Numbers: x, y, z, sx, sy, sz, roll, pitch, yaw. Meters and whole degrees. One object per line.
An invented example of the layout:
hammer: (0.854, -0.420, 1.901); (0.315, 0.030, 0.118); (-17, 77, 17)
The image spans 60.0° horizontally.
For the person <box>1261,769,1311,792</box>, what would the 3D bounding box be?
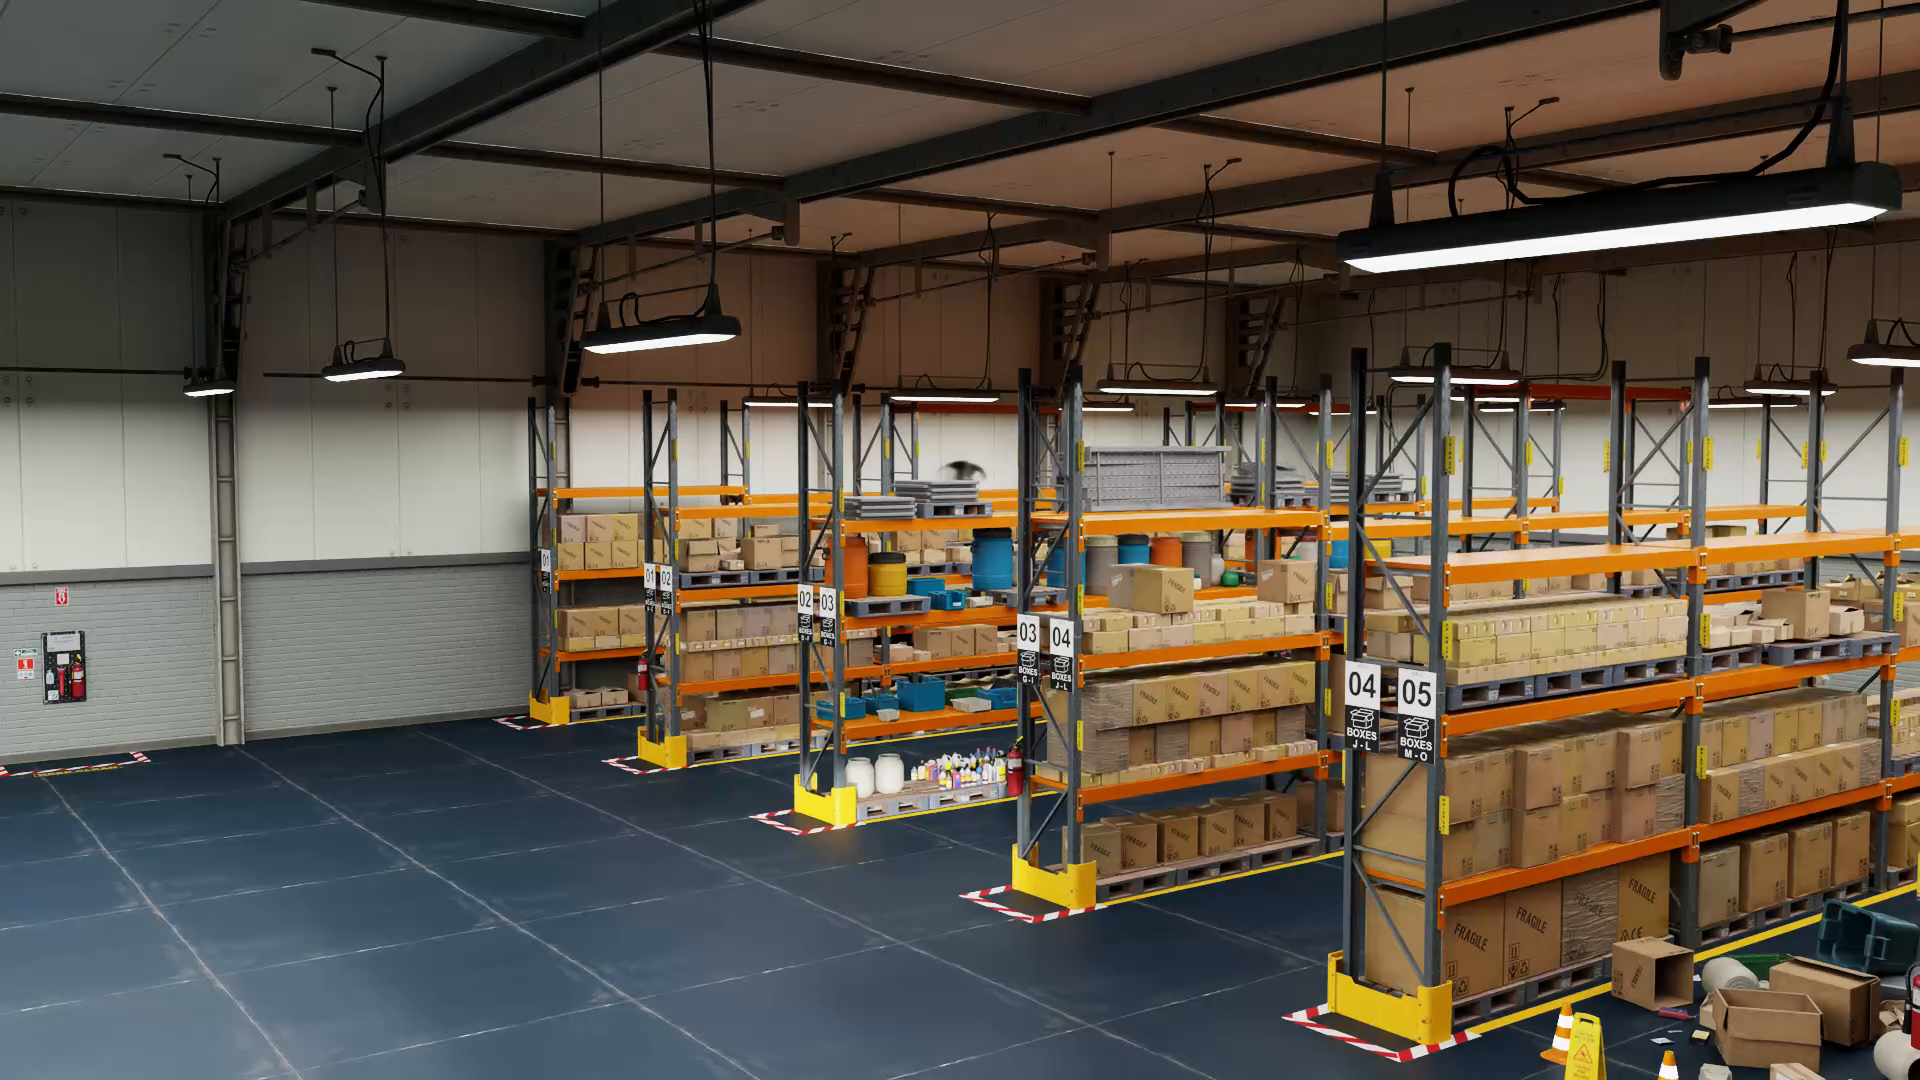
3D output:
person: (4.648, 2.954, 23.785); (1.137, 1.607, 0.687); (-2, 4, -28)

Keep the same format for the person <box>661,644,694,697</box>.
person: (-4.928, 2.604, 29.282); (0.702, 1.713, 0.802); (0, 3, -2)

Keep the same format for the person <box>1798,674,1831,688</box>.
person: (15.557, 2.574, 30.430); (0.710, 1.605, 1.051); (1, 4, 20)

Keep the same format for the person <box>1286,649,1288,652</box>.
person: (6.339, 2.429, 31.416); (0.713, 1.723, 0.669); (-1, 4, -18)
